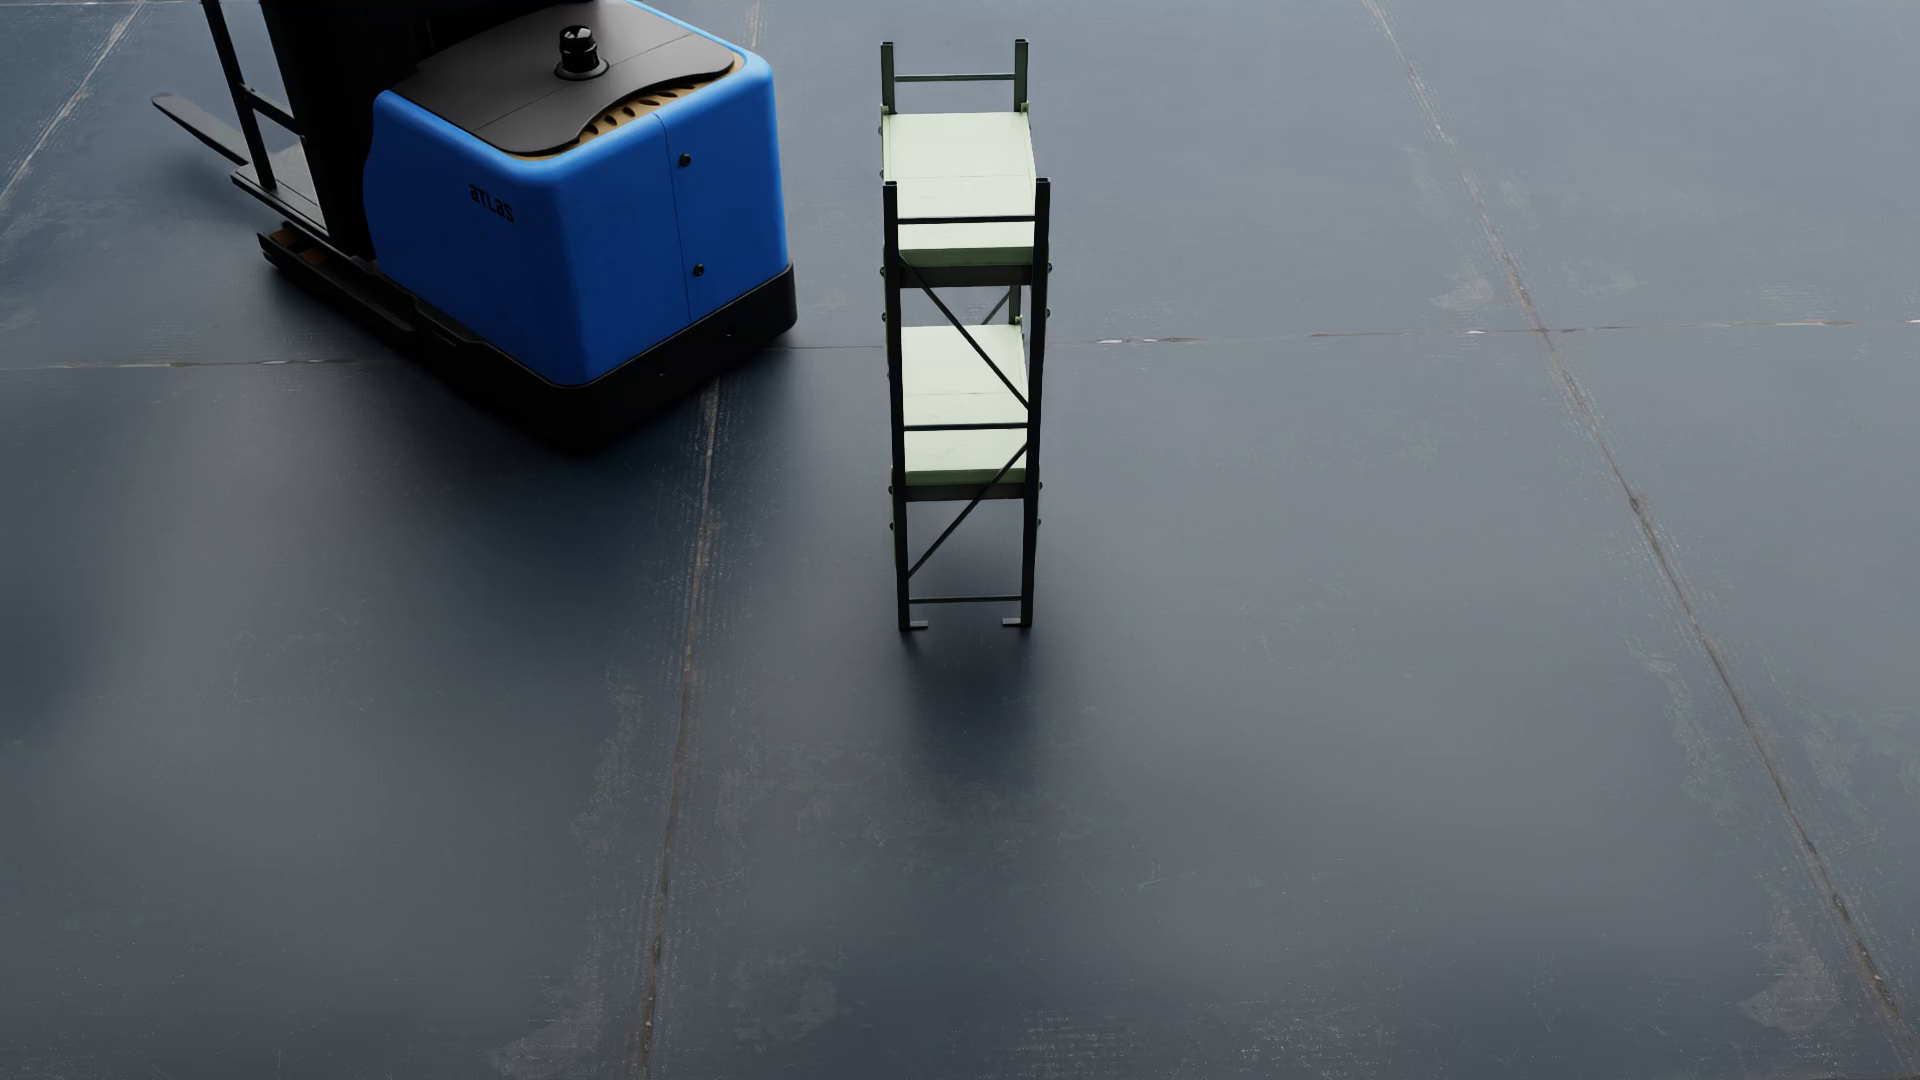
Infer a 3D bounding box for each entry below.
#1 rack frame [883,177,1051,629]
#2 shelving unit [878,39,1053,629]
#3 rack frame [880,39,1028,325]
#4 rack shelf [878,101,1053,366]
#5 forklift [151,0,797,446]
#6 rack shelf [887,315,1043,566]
[{"bbox_3d":[0.016,-0.301,4.469,0.400,1.500,0.023,-2,43,-2],"label":"rack frame"},{"bbox_3d":[0.000,-0.548,4.738,0.431,1.500,0.755,-2,43,-2],"label":"shelving unit"},{"bbox_3d":[-0.015,-0.795,5.008,0.400,1.500,0.023,-2,43,-2],"label":"rack frame"},{"bbox_3d":[0.000,-0.836,4.475,0.431,0.370,0.720,-2,43,-2],"label":"rack shelf"},{"bbox_3d":[-2.024,-2.251,5.536,3.031,2.935,1.130,31,51,29],"label":"forklift"},{"bbox_3d":[0.000,-0.308,4.959,0.431,0.370,0.720,-2,43,-2],"label":"rack shelf"}]
